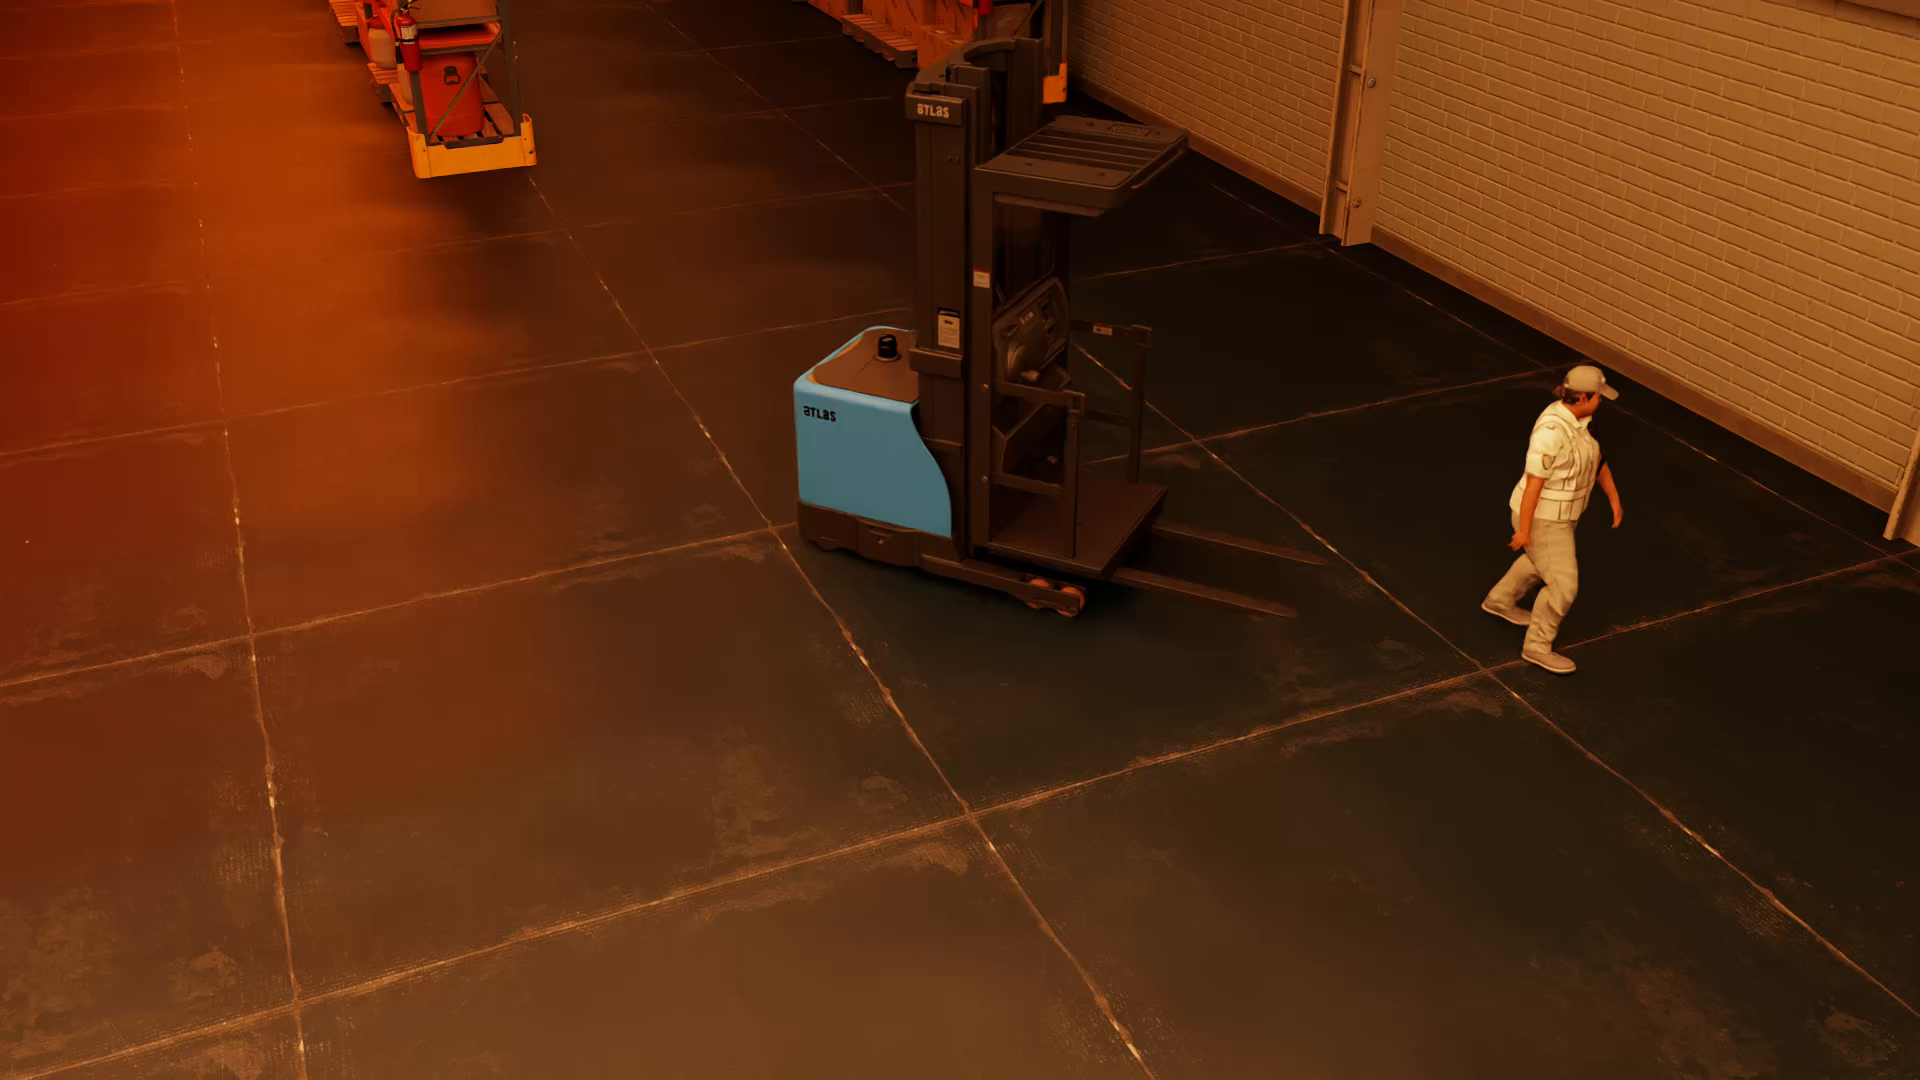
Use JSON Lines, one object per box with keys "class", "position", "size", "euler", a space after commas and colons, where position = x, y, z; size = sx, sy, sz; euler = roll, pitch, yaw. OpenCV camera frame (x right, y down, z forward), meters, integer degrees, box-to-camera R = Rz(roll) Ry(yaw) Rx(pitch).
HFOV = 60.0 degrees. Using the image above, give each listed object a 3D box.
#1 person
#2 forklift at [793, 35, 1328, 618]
{"class": "person", "position": [3.110, -0.146, 8.714], "size": [0.648, 1.613, 0.599], "euler": [20, 35, 31]}
{"class": "forklift", "position": [0.579, -1.143, 9.119], "size": [3.031, 2.935, 1.130], "euler": [14, 32, 22]}
